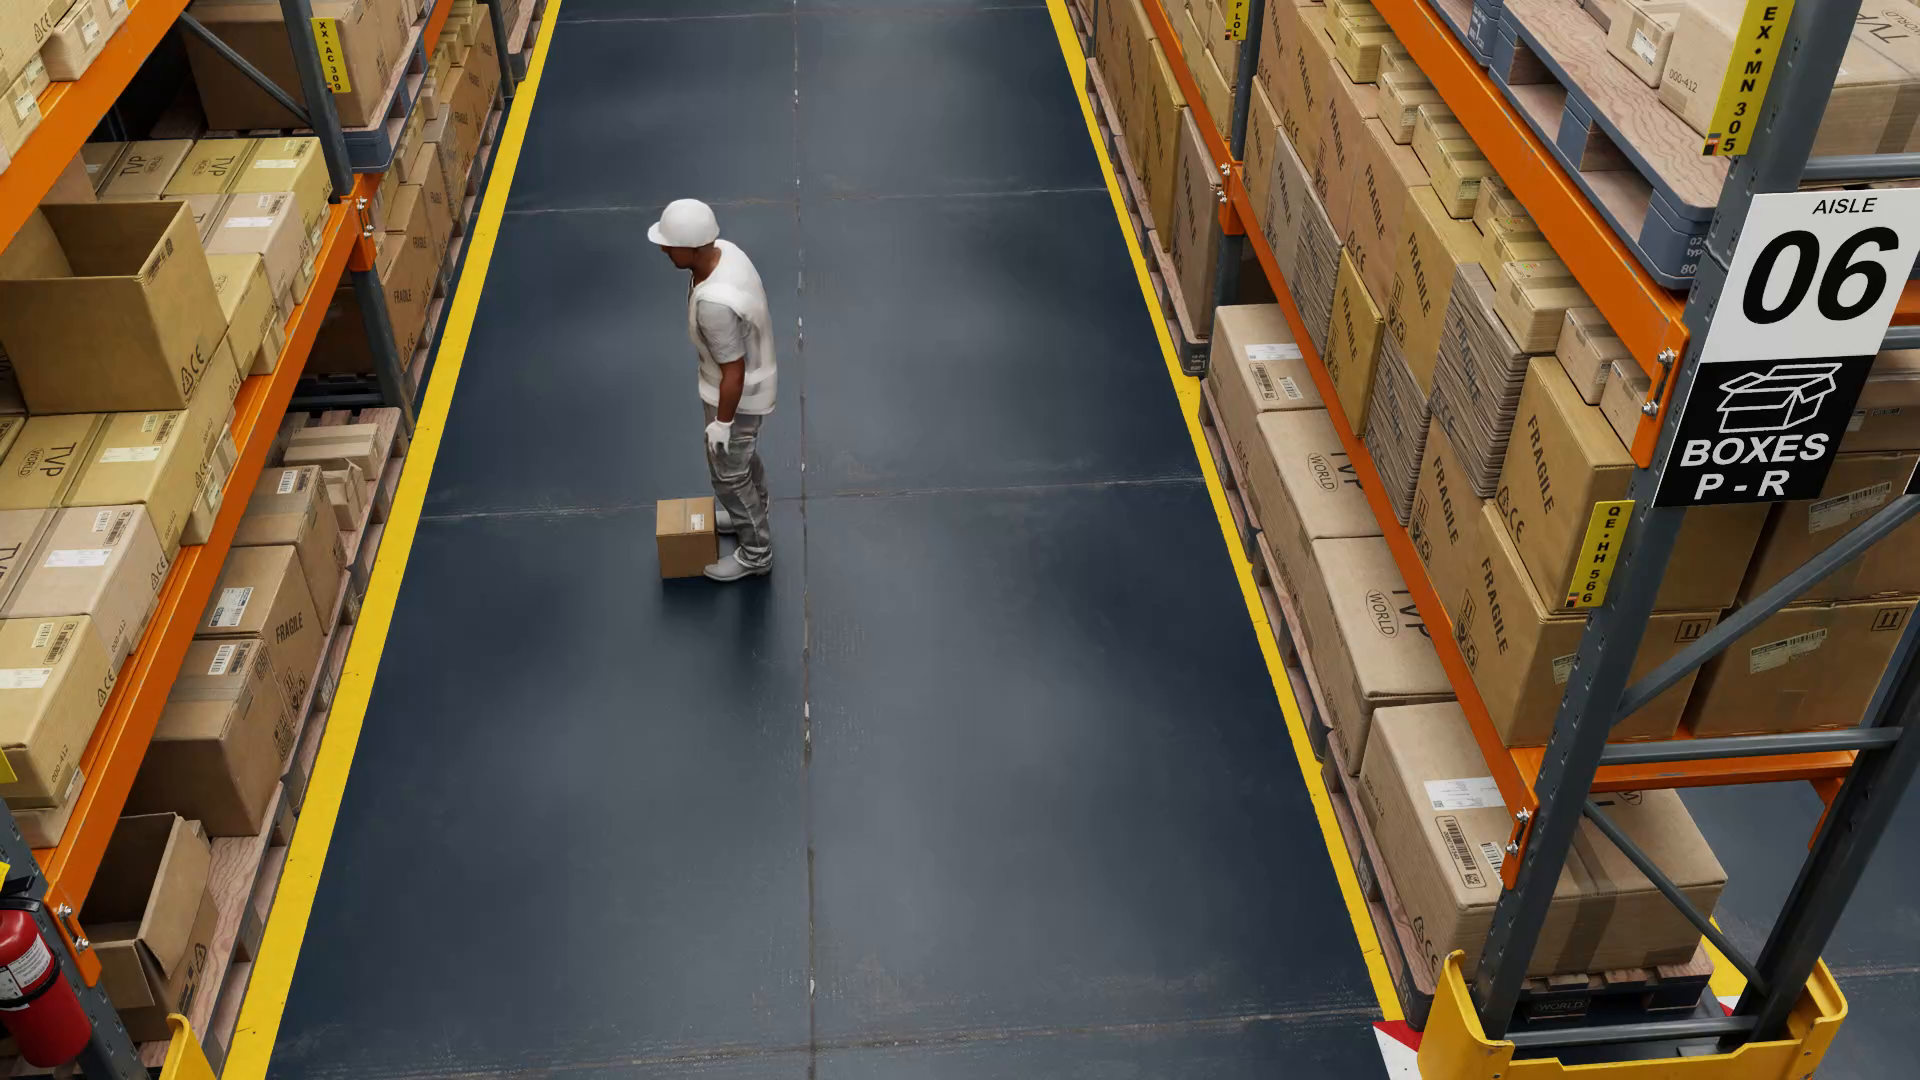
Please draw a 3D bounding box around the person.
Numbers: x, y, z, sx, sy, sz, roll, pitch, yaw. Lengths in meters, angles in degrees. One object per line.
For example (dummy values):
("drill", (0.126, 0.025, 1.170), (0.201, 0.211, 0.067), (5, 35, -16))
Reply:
("person", (-0.981, -0.623, 6.921), (0.454, 1.774, 0.624), (-4, 39, -5))
